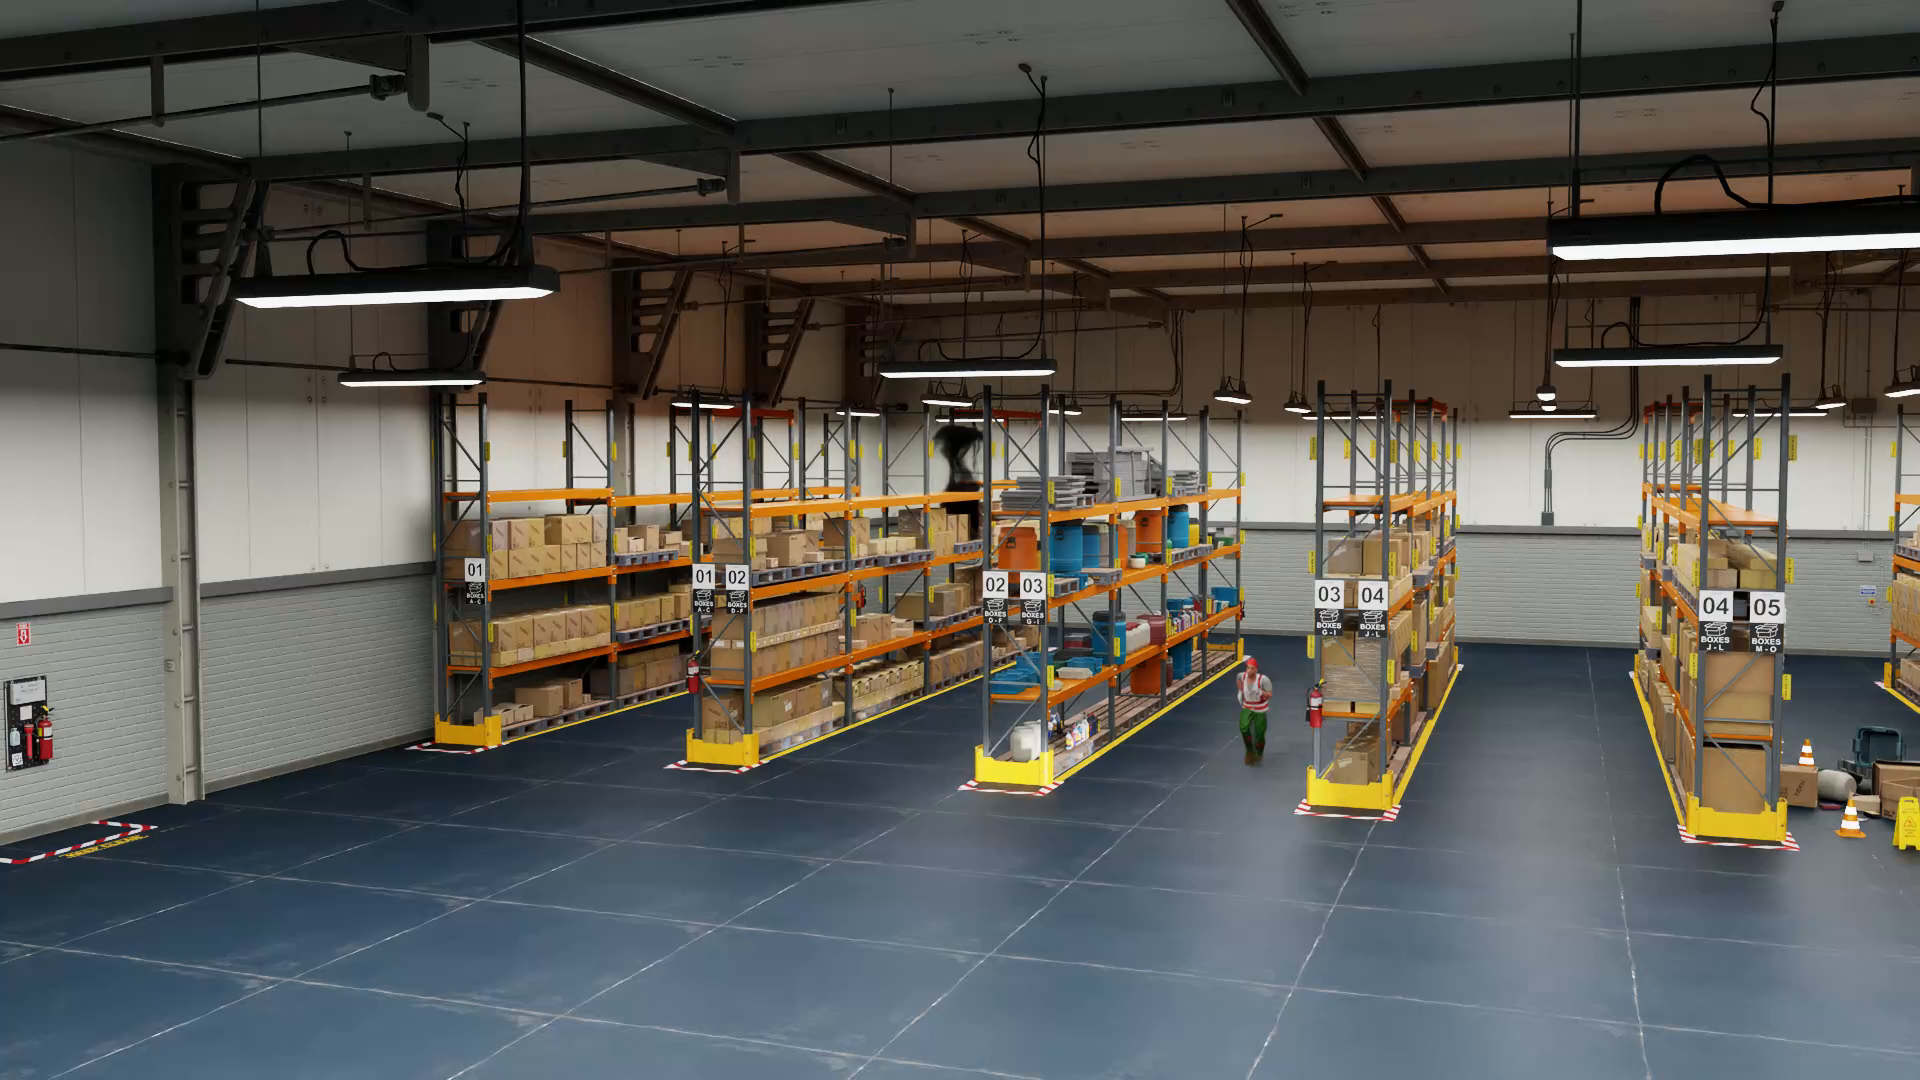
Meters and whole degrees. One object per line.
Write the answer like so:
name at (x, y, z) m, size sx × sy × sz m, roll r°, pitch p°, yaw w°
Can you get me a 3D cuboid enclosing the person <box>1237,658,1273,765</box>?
person at (4.668, 2.711, 26.404) m, size 0.642 × 1.709 × 0.912 m, roll 1°, pitch 3°, yaw 22°
